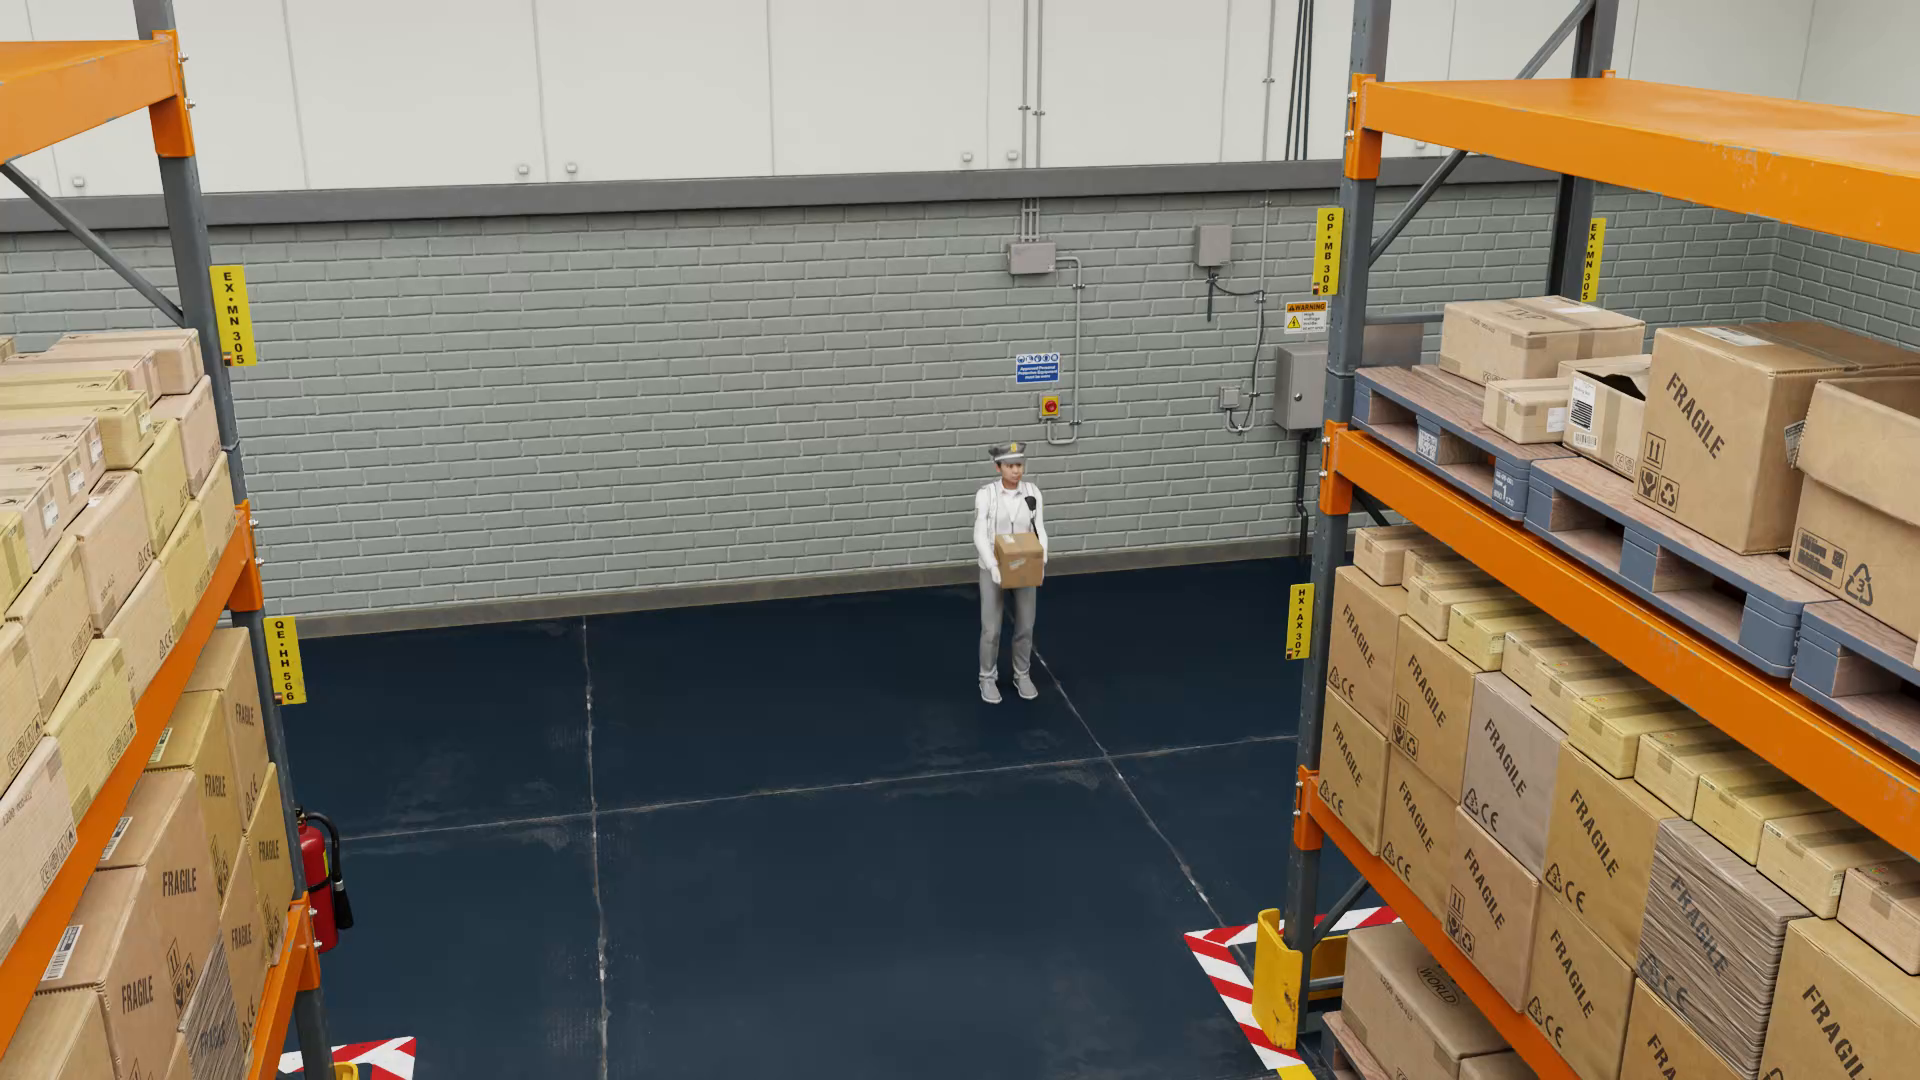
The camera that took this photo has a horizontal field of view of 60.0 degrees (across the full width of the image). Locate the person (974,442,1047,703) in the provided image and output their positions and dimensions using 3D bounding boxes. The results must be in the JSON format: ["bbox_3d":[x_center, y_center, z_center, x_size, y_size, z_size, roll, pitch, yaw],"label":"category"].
[{"bbox_3d":[0.318,0.212,10.443,0.459,1.686,0.556,-4,20,-12],"label":"person"}]
